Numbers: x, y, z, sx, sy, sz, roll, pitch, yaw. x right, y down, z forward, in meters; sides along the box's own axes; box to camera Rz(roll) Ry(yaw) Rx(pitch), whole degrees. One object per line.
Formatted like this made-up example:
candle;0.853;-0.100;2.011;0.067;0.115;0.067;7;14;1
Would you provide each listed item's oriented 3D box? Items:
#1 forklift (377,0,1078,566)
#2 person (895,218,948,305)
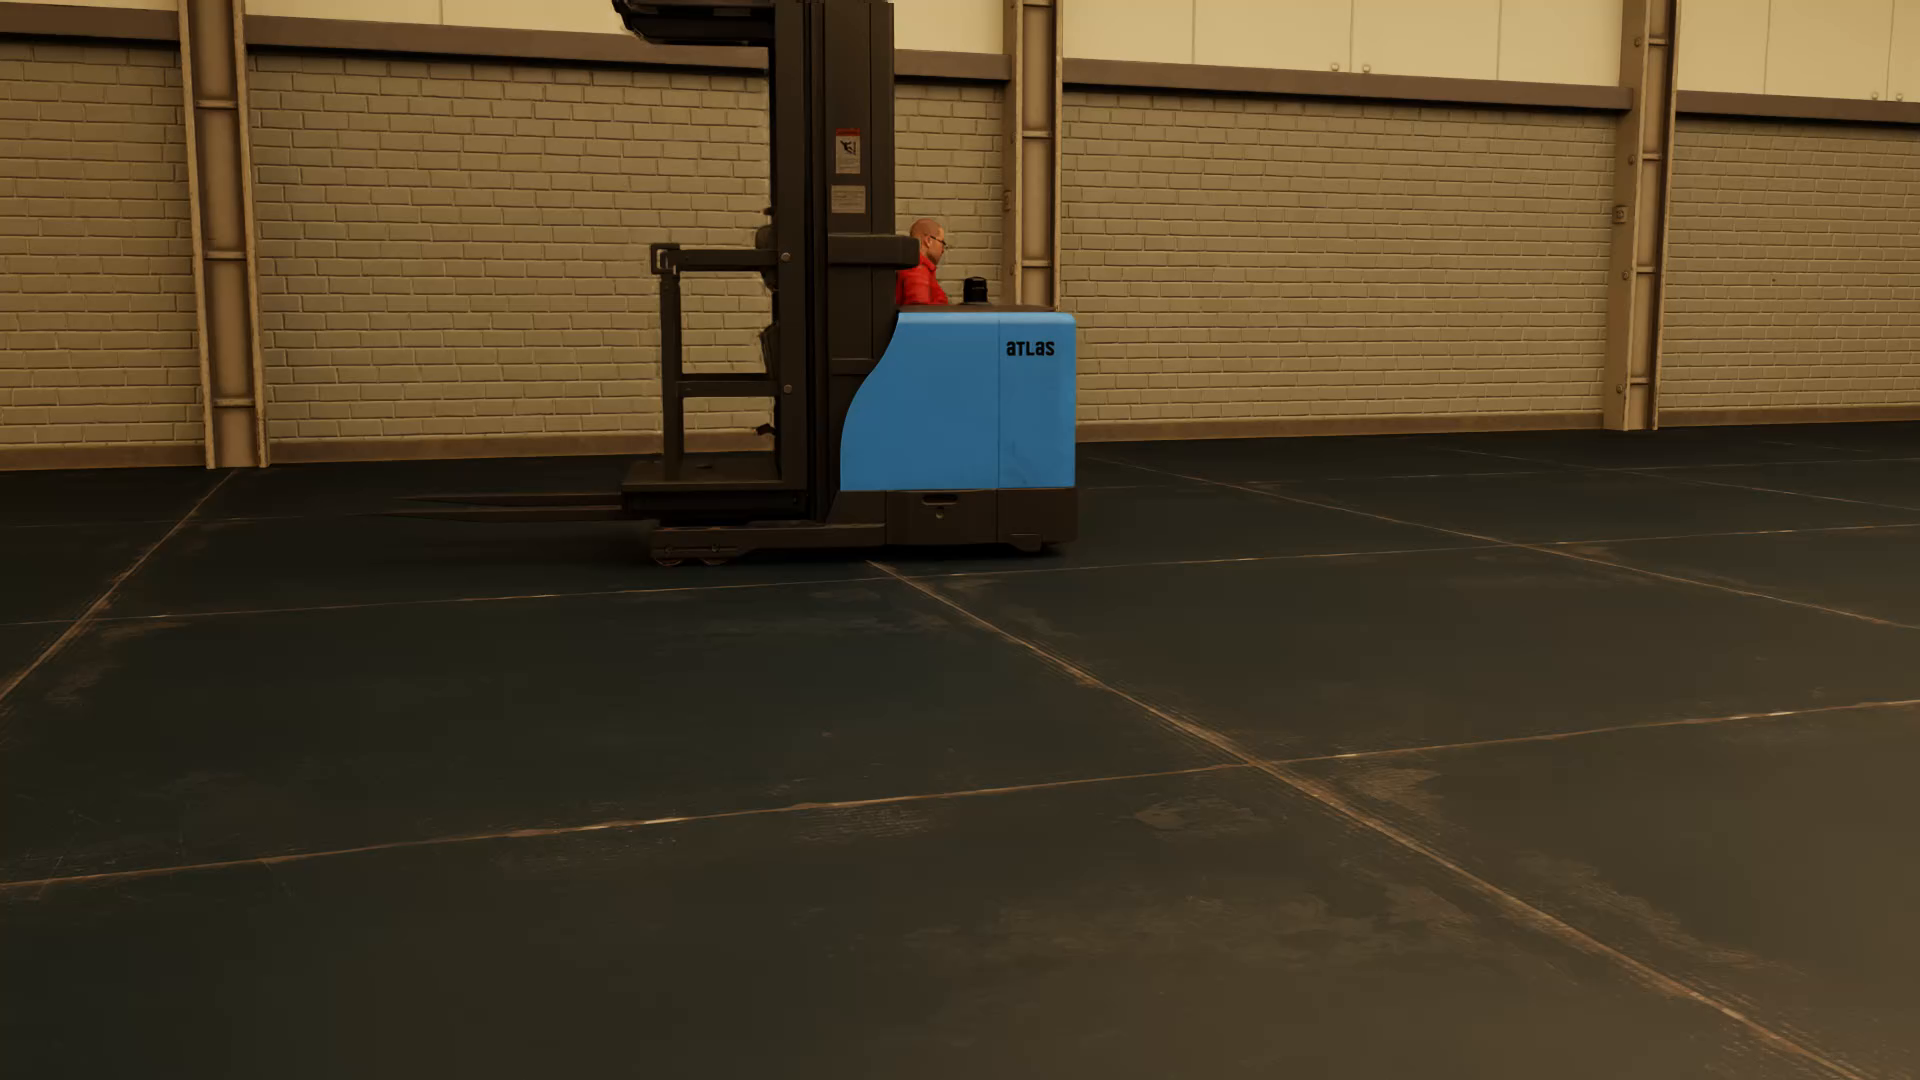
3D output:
forklift;-1.035;-1.416;7.458;3.031;2.935;1.130;-1;8;-8
person;-0.164;-0.955;9.156;0.674;1.611;0.972;-1;8;-10
